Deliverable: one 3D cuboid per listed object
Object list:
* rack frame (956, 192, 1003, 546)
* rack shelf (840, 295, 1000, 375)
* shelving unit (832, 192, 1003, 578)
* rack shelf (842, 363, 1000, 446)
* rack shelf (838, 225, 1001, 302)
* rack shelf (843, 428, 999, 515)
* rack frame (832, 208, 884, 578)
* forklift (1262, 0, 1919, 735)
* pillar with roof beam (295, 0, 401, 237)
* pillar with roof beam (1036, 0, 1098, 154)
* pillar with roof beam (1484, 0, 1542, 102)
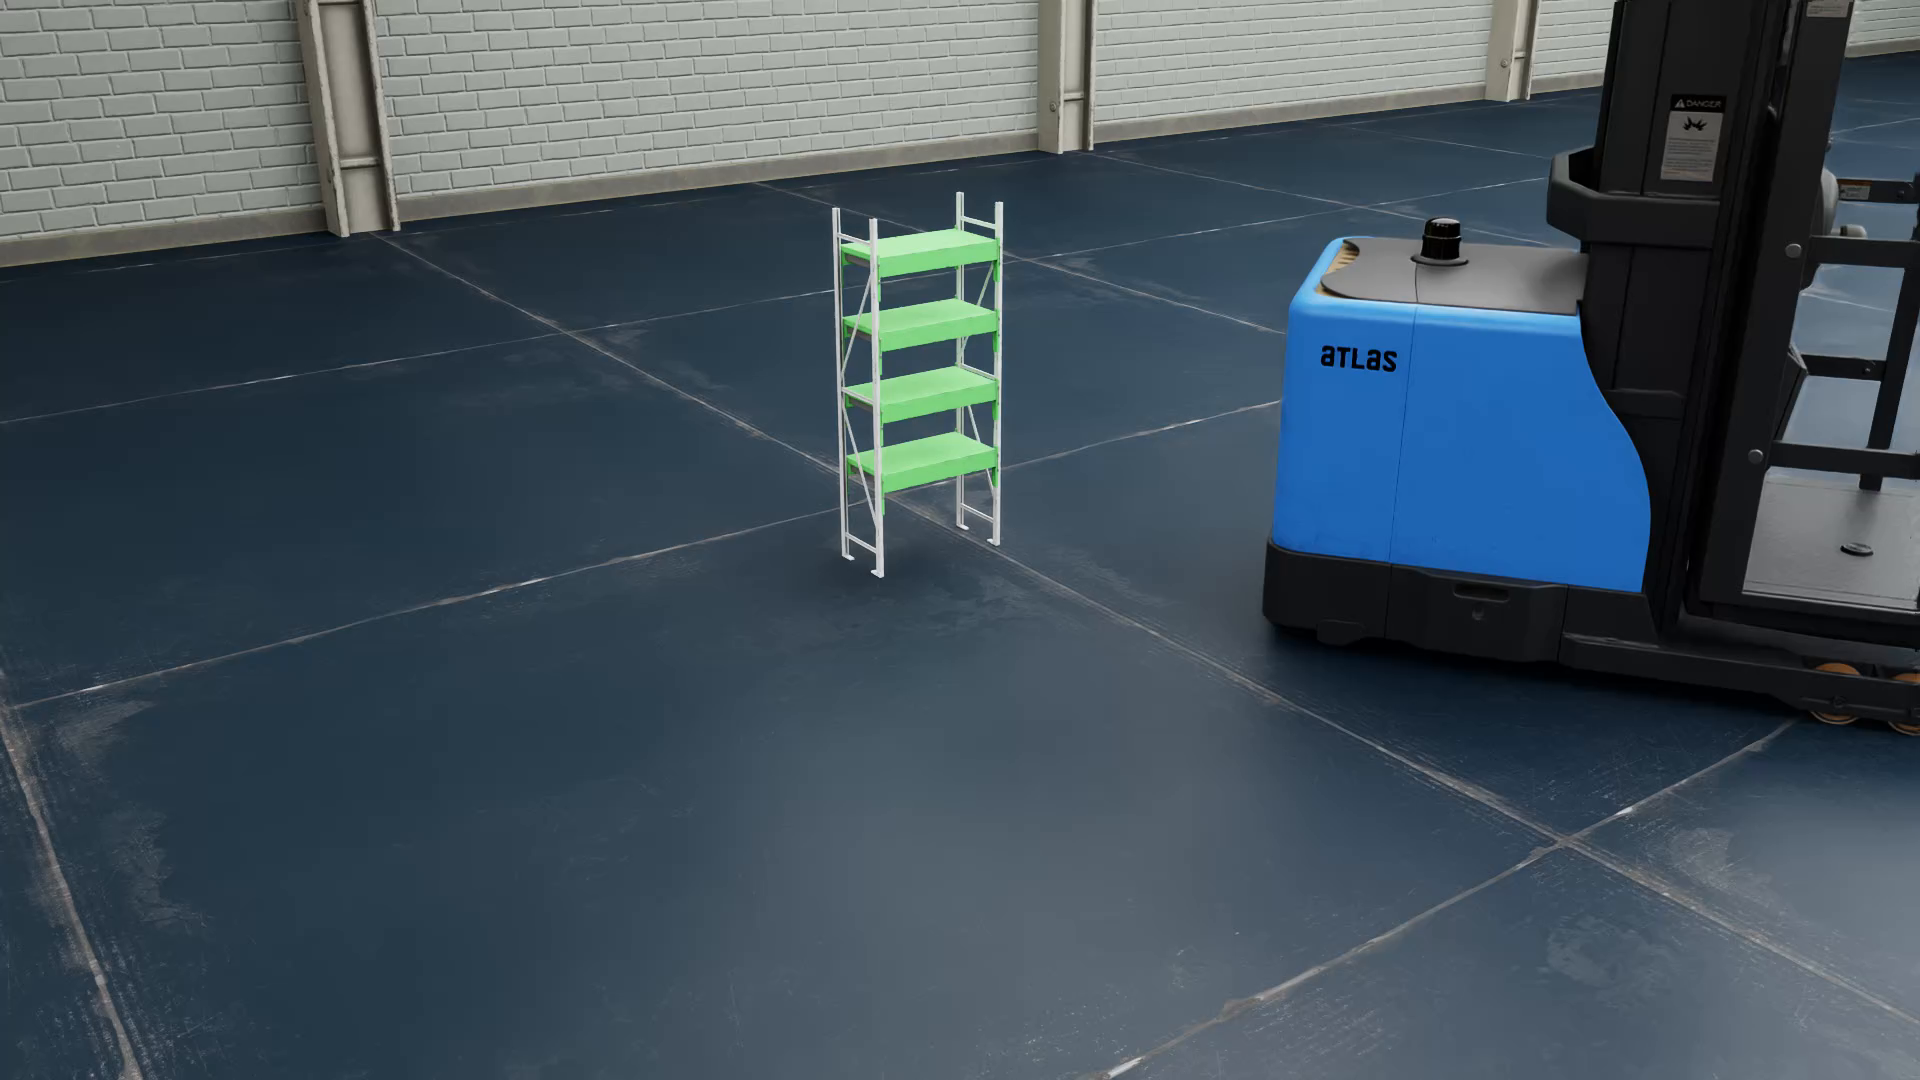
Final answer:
[{"bbox_3d":[0.064,-0.574,5.717,0.015,1.200,0.240,-15,26,-33],"label":"rack frame"},{"bbox_3d":[-0.134,-0.685,5.519,0.480,0.148,0.258,-15,26,-33],"label":"rack shelf"},{"bbox_3d":[-0.134,-0.521,5.584,0.503,1.200,0.258,-15,26,-33],"label":"shelving unit"},{"bbox_3d":[-0.134,-0.462,5.608,0.480,0.148,0.258,-15,26,-33],"label":"rack shelf"},{"bbox_3d":[-0.134,-0.908,5.430,0.480,0.148,0.258,-15,26,-33],"label":"rack shelf"},{"bbox_3d":[-0.134,-0.239,5.697,0.480,0.148,0.258,-15,26,-33],"label":"rack shelf"},{"bbox_3d":[-0.332,-0.469,5.452,0.015,1.200,0.240,-15,26,-33],"label":"rack frame"},{"bbox_3d":[2.509,-1.048,4.568,3.031,2.935,1.130,7,23,17],"label":"forklift"},{"bbox_3d":[-1.454,-4.950,6.159,0.400,9.000,9.100,-15,26,-33],"label":"pillar with roof beam"},{"bbox_3d":[3.416,-6.249,9.414,0.400,9.000,9.100,-15,26,-33],"label":"pillar with roof beam"},{"bbox_3d":[8.287,-7.547,12.668,0.400,9.000,9.100,-15,26,-33],"label":"pillar with roof beam"}]
